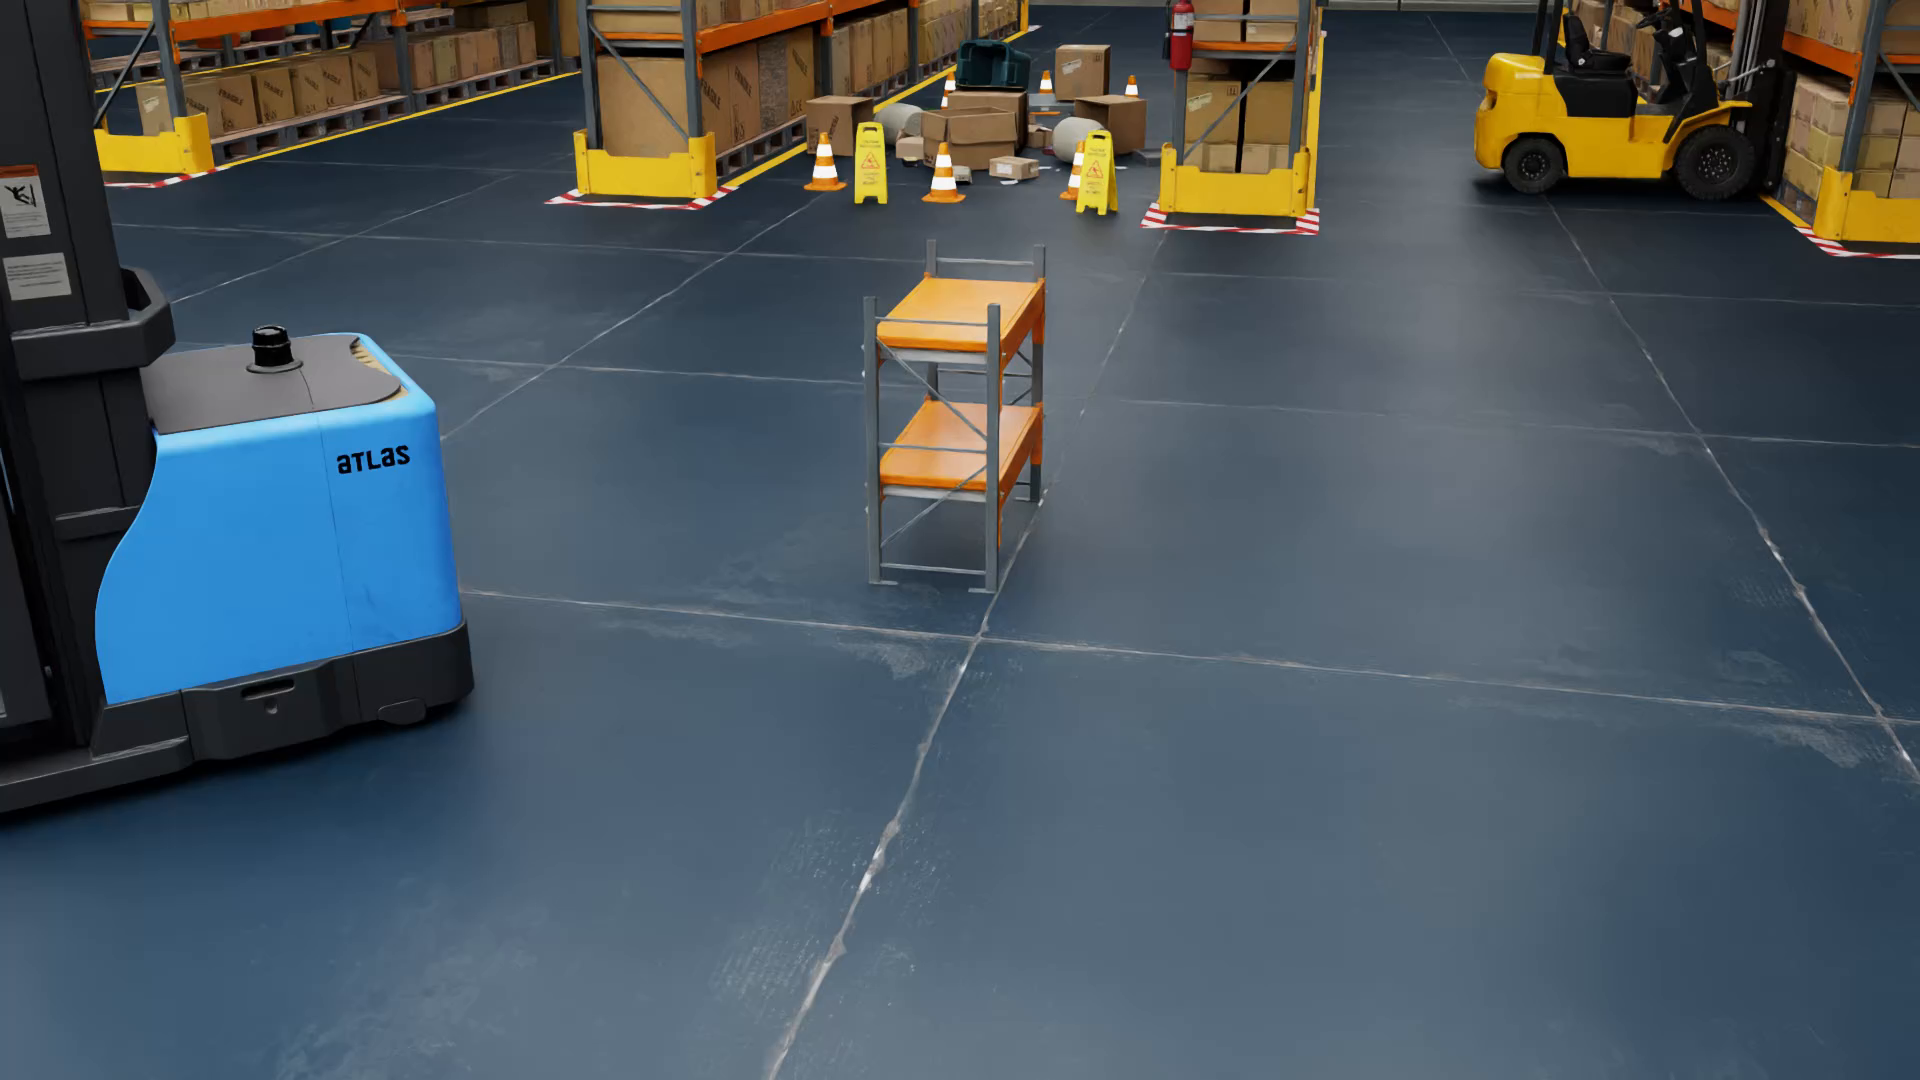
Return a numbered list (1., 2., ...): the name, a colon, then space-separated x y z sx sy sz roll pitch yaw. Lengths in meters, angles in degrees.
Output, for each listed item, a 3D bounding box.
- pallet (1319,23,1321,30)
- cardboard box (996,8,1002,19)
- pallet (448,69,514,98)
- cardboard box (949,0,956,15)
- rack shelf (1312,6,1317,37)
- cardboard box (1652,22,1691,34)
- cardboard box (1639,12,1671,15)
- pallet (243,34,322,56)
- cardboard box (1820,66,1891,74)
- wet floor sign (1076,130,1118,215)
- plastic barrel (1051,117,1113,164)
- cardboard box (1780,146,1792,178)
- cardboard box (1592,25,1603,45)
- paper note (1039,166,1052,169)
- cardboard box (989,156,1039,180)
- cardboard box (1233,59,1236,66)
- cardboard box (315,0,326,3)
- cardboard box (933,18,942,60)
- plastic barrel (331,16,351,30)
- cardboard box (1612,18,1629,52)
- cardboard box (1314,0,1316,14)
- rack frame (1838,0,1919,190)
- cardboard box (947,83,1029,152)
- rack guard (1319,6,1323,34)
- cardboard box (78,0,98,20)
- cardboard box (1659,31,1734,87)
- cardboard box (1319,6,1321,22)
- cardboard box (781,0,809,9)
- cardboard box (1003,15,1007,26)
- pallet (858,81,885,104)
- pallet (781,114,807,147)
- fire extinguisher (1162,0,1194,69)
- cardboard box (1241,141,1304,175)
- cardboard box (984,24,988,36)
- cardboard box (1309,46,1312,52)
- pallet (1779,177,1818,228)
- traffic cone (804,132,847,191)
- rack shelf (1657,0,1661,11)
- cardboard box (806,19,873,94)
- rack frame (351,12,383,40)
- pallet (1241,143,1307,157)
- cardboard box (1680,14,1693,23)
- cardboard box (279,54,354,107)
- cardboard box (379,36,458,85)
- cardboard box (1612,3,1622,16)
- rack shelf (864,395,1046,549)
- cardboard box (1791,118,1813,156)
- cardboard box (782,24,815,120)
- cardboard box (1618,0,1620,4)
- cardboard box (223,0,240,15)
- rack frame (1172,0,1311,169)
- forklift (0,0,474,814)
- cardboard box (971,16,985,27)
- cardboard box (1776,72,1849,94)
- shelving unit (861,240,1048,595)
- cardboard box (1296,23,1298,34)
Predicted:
1. pallet: 5.375 -8.300 27.181 1.003 0.211 1.213 4 22 11
2. cardboard box: 0.470 -8.453 26.682 0.380 0.149 0.250 5 22 11
3. pallet: -6.284 -5.698 20.719 1.003 0.211 1.213 4 22 11
4. cardboard box: -0.337 -7.480 23.191 0.500 0.250 0.500 3 22 9
5. rack shelf: 3.421 -5.901 18.454 1.077 0.370 4.000 4 22 11
6. cardboard box: 8.542 -6.126 19.964 0.380 0.149 0.250 3 22 8
7. cardboard box: 8.940 -6.694 21.376 0.380 0.149 0.250 5 22 11
8. pallet: -10.350 -7.542 25.299 1.003 0.211 1.213 4 22 11
9. cardboard box: 7.757 -3.945 14.413 0.500 0.250 0.500 5 22 11
10. wet floor sign: 1.111 -2.961 13.341 0.267 0.644 0.232 13 25 29
11. plastic barrel: 1.136 -3.716 15.515 0.421 0.421 0.512 -16 27 -35
12. cardboard box: 7.065 -3.142 13.759 0.500 0.250 0.500 5 22 11
13. cardboard box: 9.405 -7.336 24.150 0.396 0.266 0.258 5 23 13
14. paper note: 0.761 -3.455 15.406 0.148 0.019 0.142 13 25 29
15. cardboard box: 0.487 -3.351 14.976 0.380 0.149 0.250 18 28 38
16. cardboard box: 2.224 -4.249 14.635 0.380 0.149 0.250 5 23 13
17. cardboard box: -6.748 -5.588 17.050 0.380 0.149 0.250 4 22 11
18. cardboard box: -0.544 -6.766 22.421 0.500 0.500 0.500 5 22 12
19. plastic barrel: -10.032 -8.586 26.404 0.600 0.901 0.708 4 22 11
20. cardboard box: 9.088 -6.732 22.339 0.500 0.500 0.500 4 22 10
21. cardboard box: 2.668 -4.567 13.646 0.500 0.500 0.500 5 23 13
22. rack frame: 7.057 -3.664 11.935 1.000 3.000 0.127 4 22 11
23. cardboard box: 0.260 -4.124 16.237 0.797 0.637 0.503 4 22 11
24. rack guard: 5.467 -8.742 27.890 1.175 0.500 0.348 4 22 11
25. cardboard box: -14.573 -8.784 27.405 0.500 0.500 0.500 4 22 11
26. cardboard box: 8.549 -5.456 19.001 0.875 0.625 0.625 5 23 13
27. cardboard box: 5.247 -8.314 26.350 0.875 0.438 0.875 5 22 12
28. cardboard box: -2.007 -5.575 16.480 0.875 0.550 0.550 4 22 11
29. cardboard box: 0.572 -8.515 27.236 0.380 0.149 0.250 3 22 9
30. pallet: -1.523 -5.286 19.696 1.003 0.211 1.213 4 22 11
31. pallet: -2.085 -4.278 17.194 1.003 0.211 1.213 4 22 11
32. fire extinguisher: 1.723 -3.998 12.869 0.296 0.674 0.183 4 22 11
33. cardboard box: 2.632 -3.234 13.987 0.500 0.250 0.500 4 22 10
34. cardboard box: 0.222 -7.848 25.579 0.380 0.149 0.250 5 22 13
35. cardboard box: 3.155 -4.534 16.211 0.500 0.500 0.500 4 22 10
36. pallet: 7.172 -2.653 13.159 1.003 0.211 1.213 4 22 11
37. traffic cone: -1.171 -3.290 14.404 0.336 0.463 0.334 4 22 11
38. rack shelf: 9.098 -6.987 21.151 1.077 0.370 4.000 4 22 11
39. cardboard box: -1.614 -5.582 19.147 1.050 0.750 0.750 4 22 11
40. rack frame: -9.905 -9.562 26.582 1.000 3.000 0.127 4 22 11
41. pallet: 2.664 -3.514 15.297 1.003 0.211 1.213 4 22 11
42. cardboard box: 9.313 -6.570 21.066 0.380 0.149 0.250 5 22 11
43. cardboard box: -6.919 -4.941 17.891 0.500 0.500 0.500 12 25 28
44. cardboard box: -6.426 -5.700 19.747 0.700 0.500 0.500 4 22 11
45. cardboard box: 9.172 -7.278 22.824 0.380 0.149 0.250 6 23 13
46. rack shelf: 0.001 -0.297 6.741 0.538 0.278 1.000 4 22 11
47. cardboard box: 6.963 -3.199 13.232 0.500 0.250 0.500 4 22 10
48. cardboard box: -2.050 -4.829 17.110 0.875 0.875 0.875 5 22 12
49. cardboard box: 9.231 -7.411 22.757 0.380 0.149 0.250 4 22 10
50. cardboard box: -7.047 -5.039 15.686 0.380 0.149 0.250 4 22 11
51. rack frame: 2.197 -4.041 12.871 1.000 3.000 0.127 4 22 11
52. forklift: -3.125 -0.669 4.591 3.031 2.935 1.130 -12 25 -28
53. cardboard box: 0.166 -7.888 25.281 0.380 0.149 0.250 5 23 13
54. cardboard box: 7.148 -3.796 14.045 0.500 0.250 0.500 4 22 10
55. shelving unit: 0.001 -0.524 6.650 0.538 1.125 1.048 4 22 11
56. cardboard box: 2.640 -4.217 13.645 0.380 0.149 0.250 4 22 9
